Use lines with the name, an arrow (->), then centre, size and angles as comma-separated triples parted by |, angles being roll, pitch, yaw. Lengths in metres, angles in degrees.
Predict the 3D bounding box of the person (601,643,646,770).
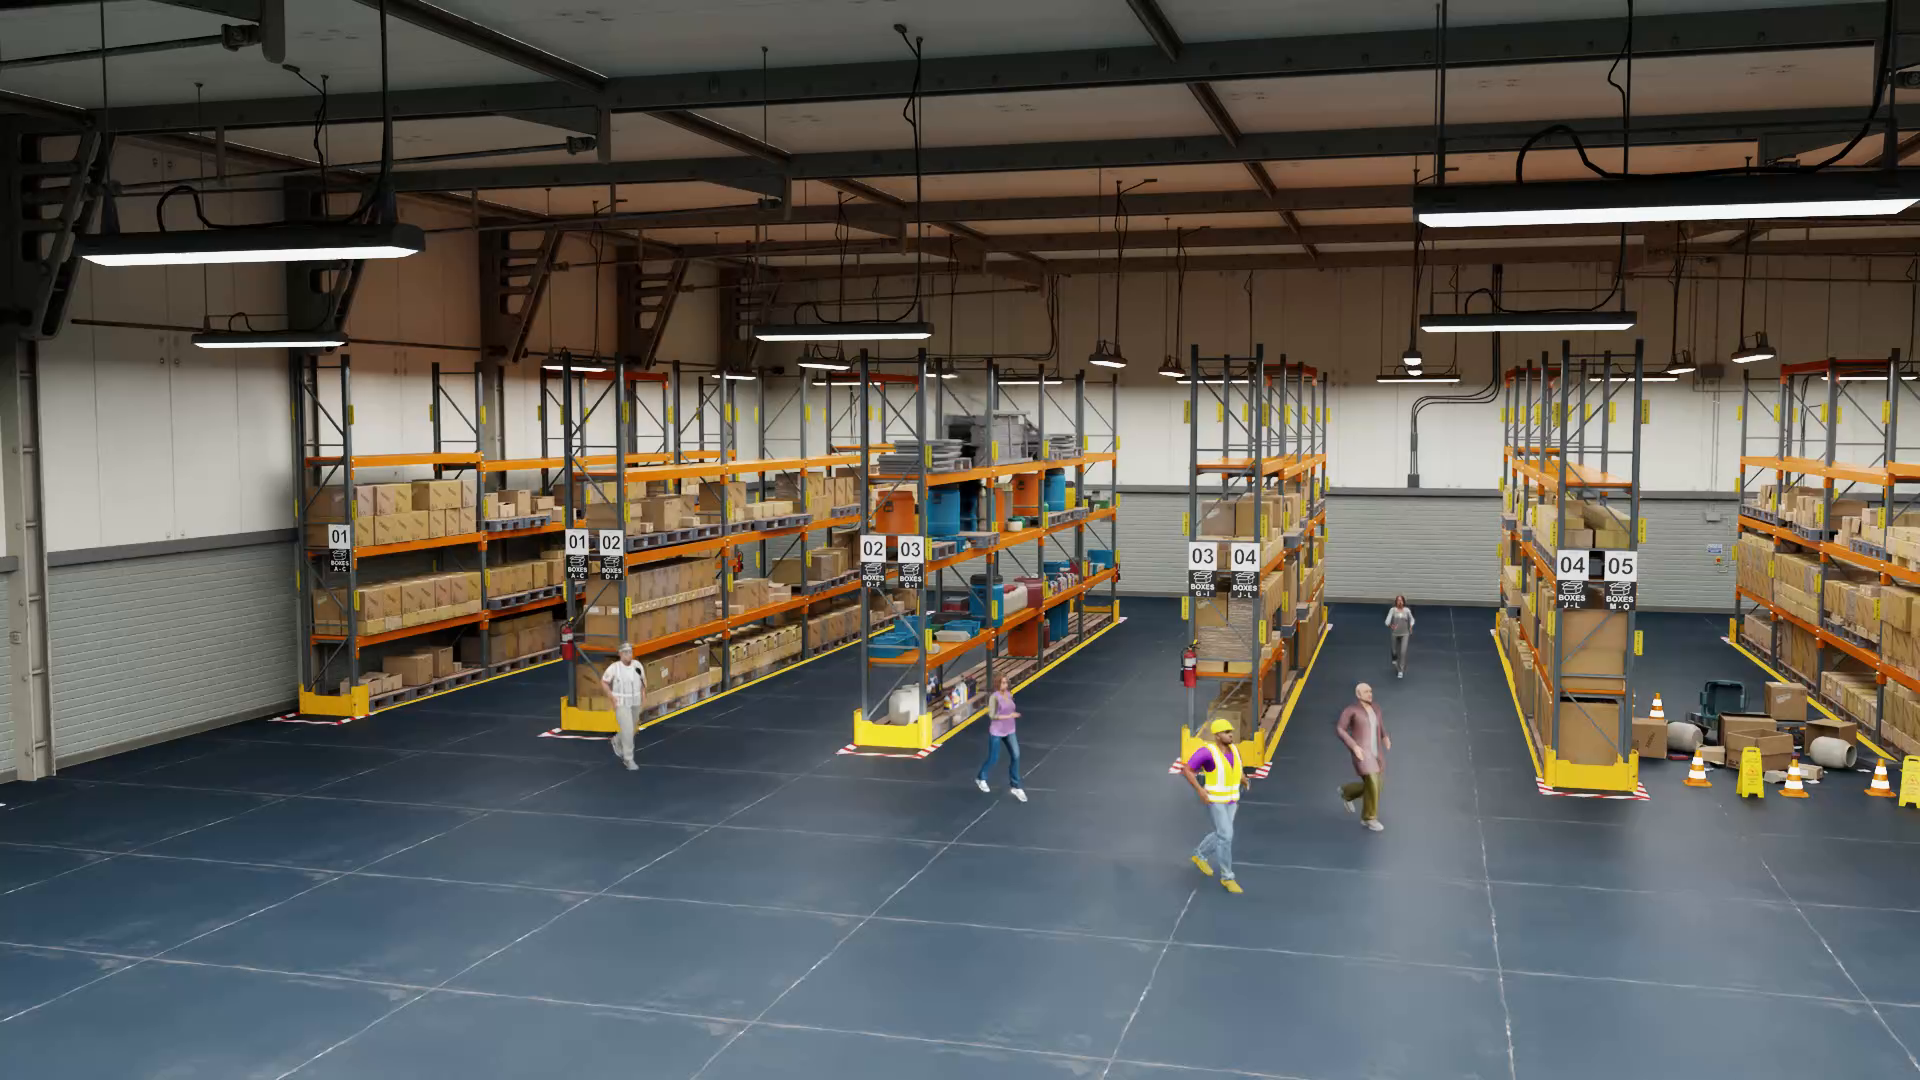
person -> -4.797, 2.347, 23.774 | 0.657, 1.820, 0.828 | -4, 6, -40

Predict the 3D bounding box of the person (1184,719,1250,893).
person -> 2.766, 2.803, 17.729 | 0.704, 1.817, 0.807 | -4, 6, -39

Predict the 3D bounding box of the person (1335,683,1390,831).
person -> 4.915, 2.616, 20.314 | 0.706, 1.763, 0.761 | -3, 5, -33

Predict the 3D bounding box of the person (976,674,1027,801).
person -> 0.536, 2.557, 21.736 | 0.519, 1.627, 0.789 | -4, 6, -39

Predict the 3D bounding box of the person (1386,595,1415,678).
person -> 8.436, 1.832, 31.877 | 0.548, 1.558, 0.712 | 1, 4, 12
